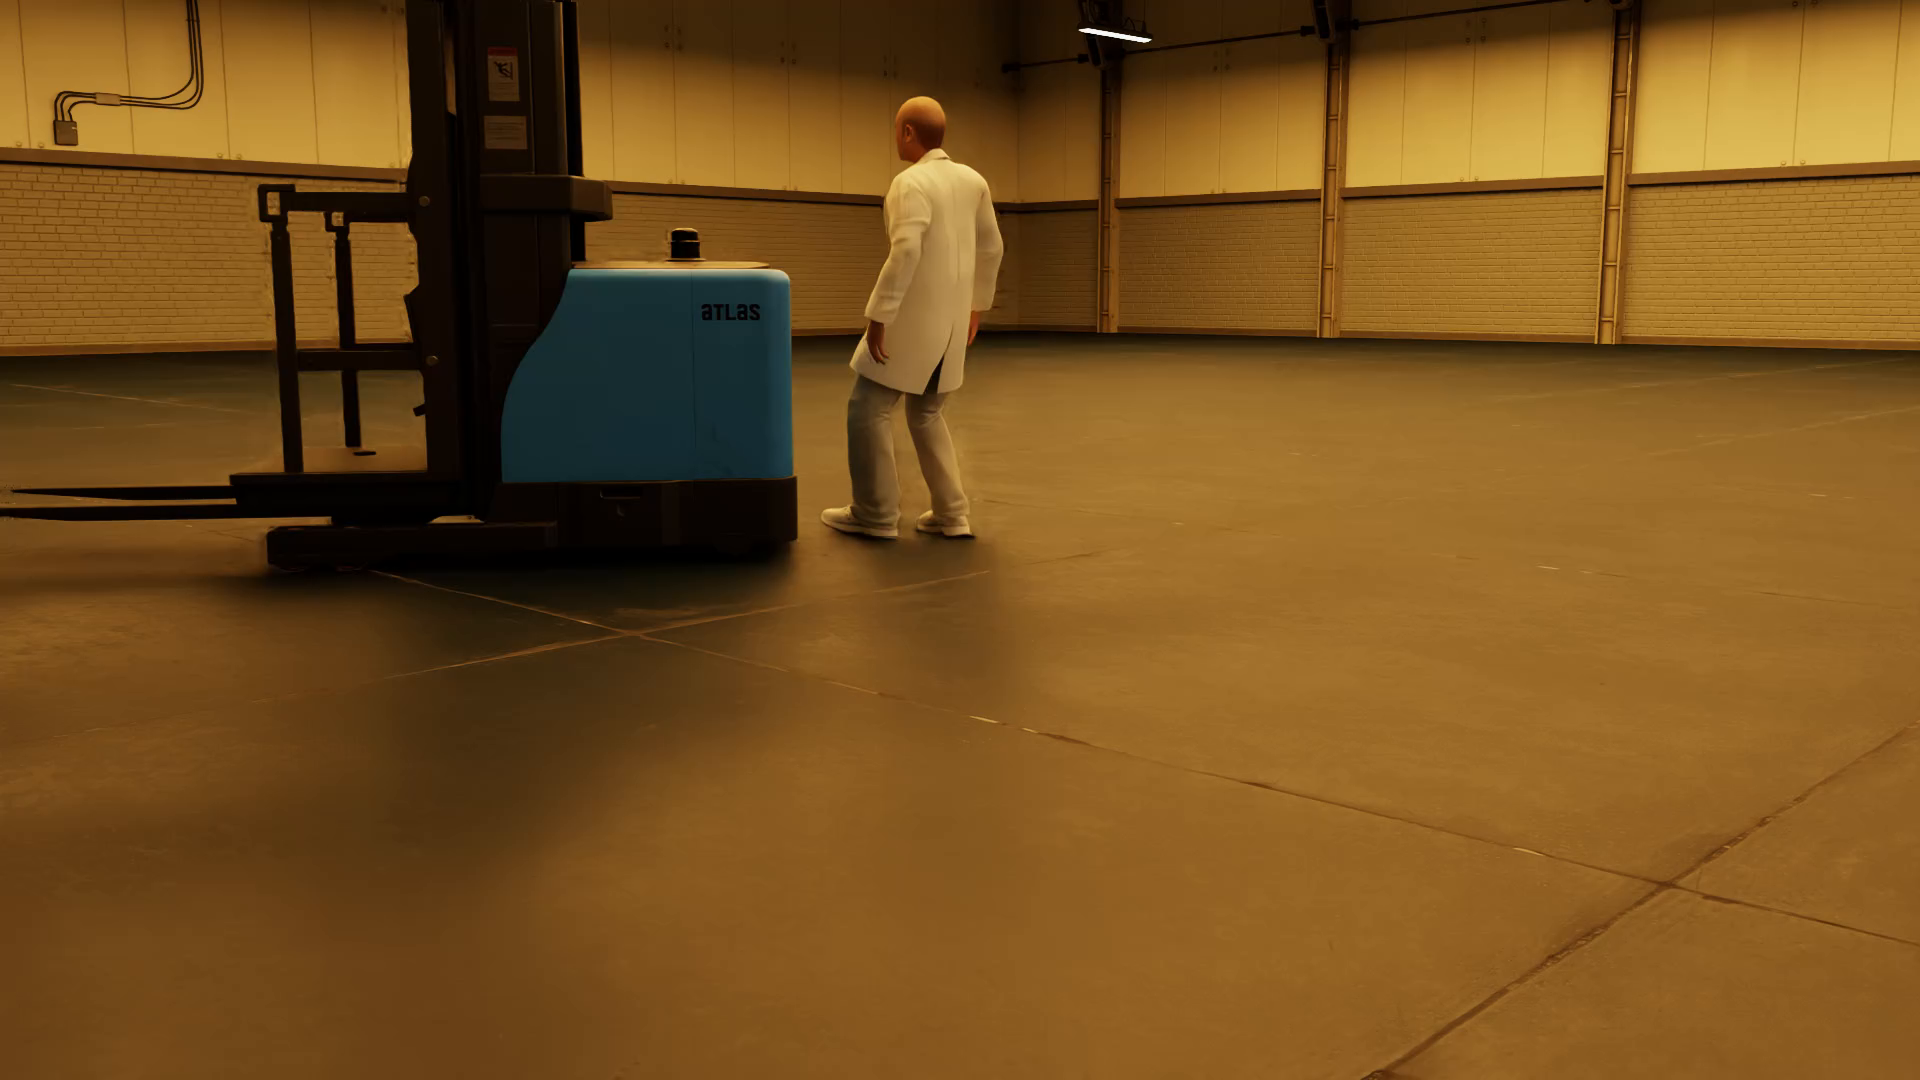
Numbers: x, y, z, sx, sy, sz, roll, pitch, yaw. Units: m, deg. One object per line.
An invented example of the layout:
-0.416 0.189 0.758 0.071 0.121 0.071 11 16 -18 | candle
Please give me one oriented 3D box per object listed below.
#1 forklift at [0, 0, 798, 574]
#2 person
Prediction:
-2.173 -1.414 6.261 3.031 2.935 1.130 -1 9 -8 | forklift
-0.246 -0.873 6.707 0.699 1.744 0.821 7 11 37 | person
